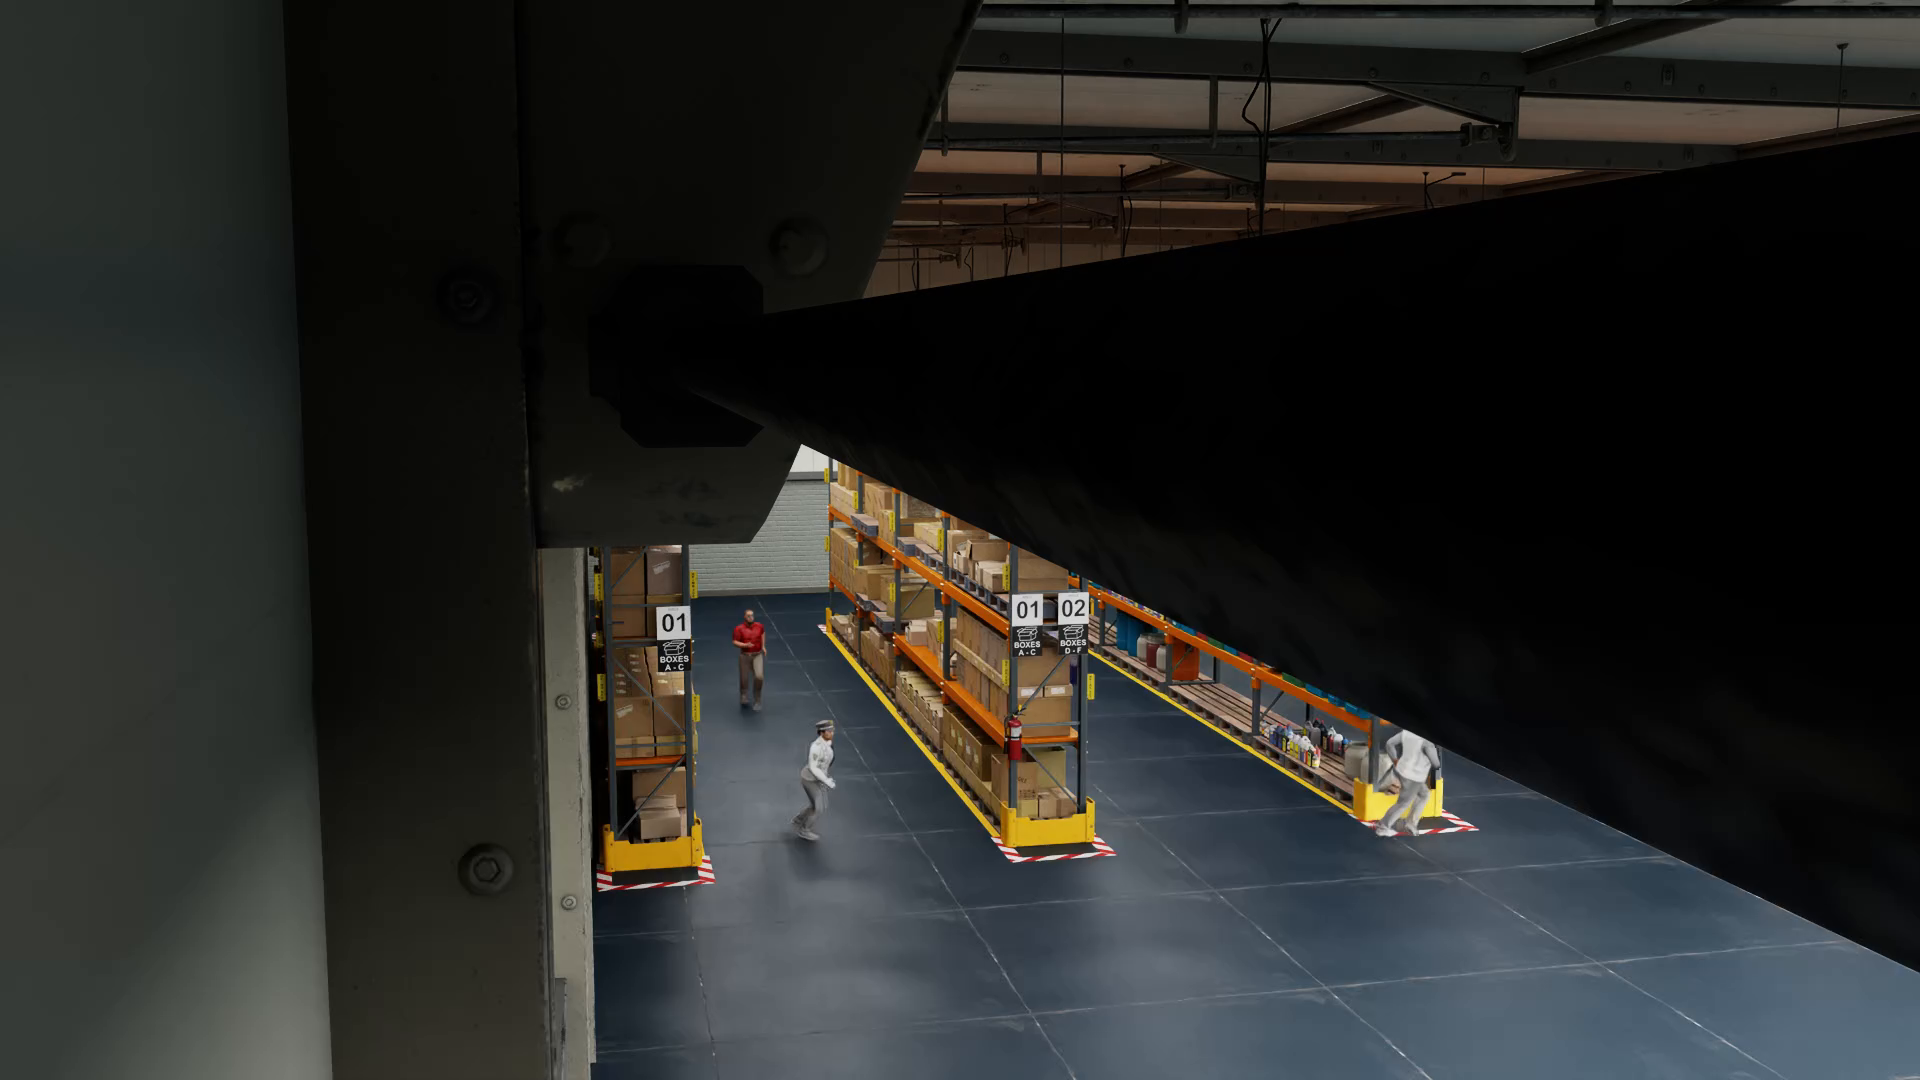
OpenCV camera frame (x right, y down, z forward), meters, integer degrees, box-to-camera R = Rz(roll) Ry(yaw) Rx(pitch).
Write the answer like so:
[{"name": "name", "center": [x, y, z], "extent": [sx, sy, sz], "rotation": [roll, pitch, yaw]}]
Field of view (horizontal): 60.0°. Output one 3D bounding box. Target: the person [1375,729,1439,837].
[{"name": "person", "center": [5.683, 3.025, 21.020], "extent": [0.739, 1.728, 0.699], "rotation": [-1, 7, -8]}]

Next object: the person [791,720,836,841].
[{"name": "person", "center": [-1.877, 3.049, 21.120], "extent": [0.702, 1.608, 0.577], "rotation": [2, 7, 16]}]

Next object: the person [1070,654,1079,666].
[{"name": "person", "center": [1.849, 2.213, 28.050], "extent": [0.586, 1.573, 0.730], "rotation": [0, 7, -4]}]

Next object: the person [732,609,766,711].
[{"name": "person", "center": [-3.630, 2.080, 28.748], "extent": [0.623, 1.790, 0.854], "rotation": [-2, 7, -17]}]
